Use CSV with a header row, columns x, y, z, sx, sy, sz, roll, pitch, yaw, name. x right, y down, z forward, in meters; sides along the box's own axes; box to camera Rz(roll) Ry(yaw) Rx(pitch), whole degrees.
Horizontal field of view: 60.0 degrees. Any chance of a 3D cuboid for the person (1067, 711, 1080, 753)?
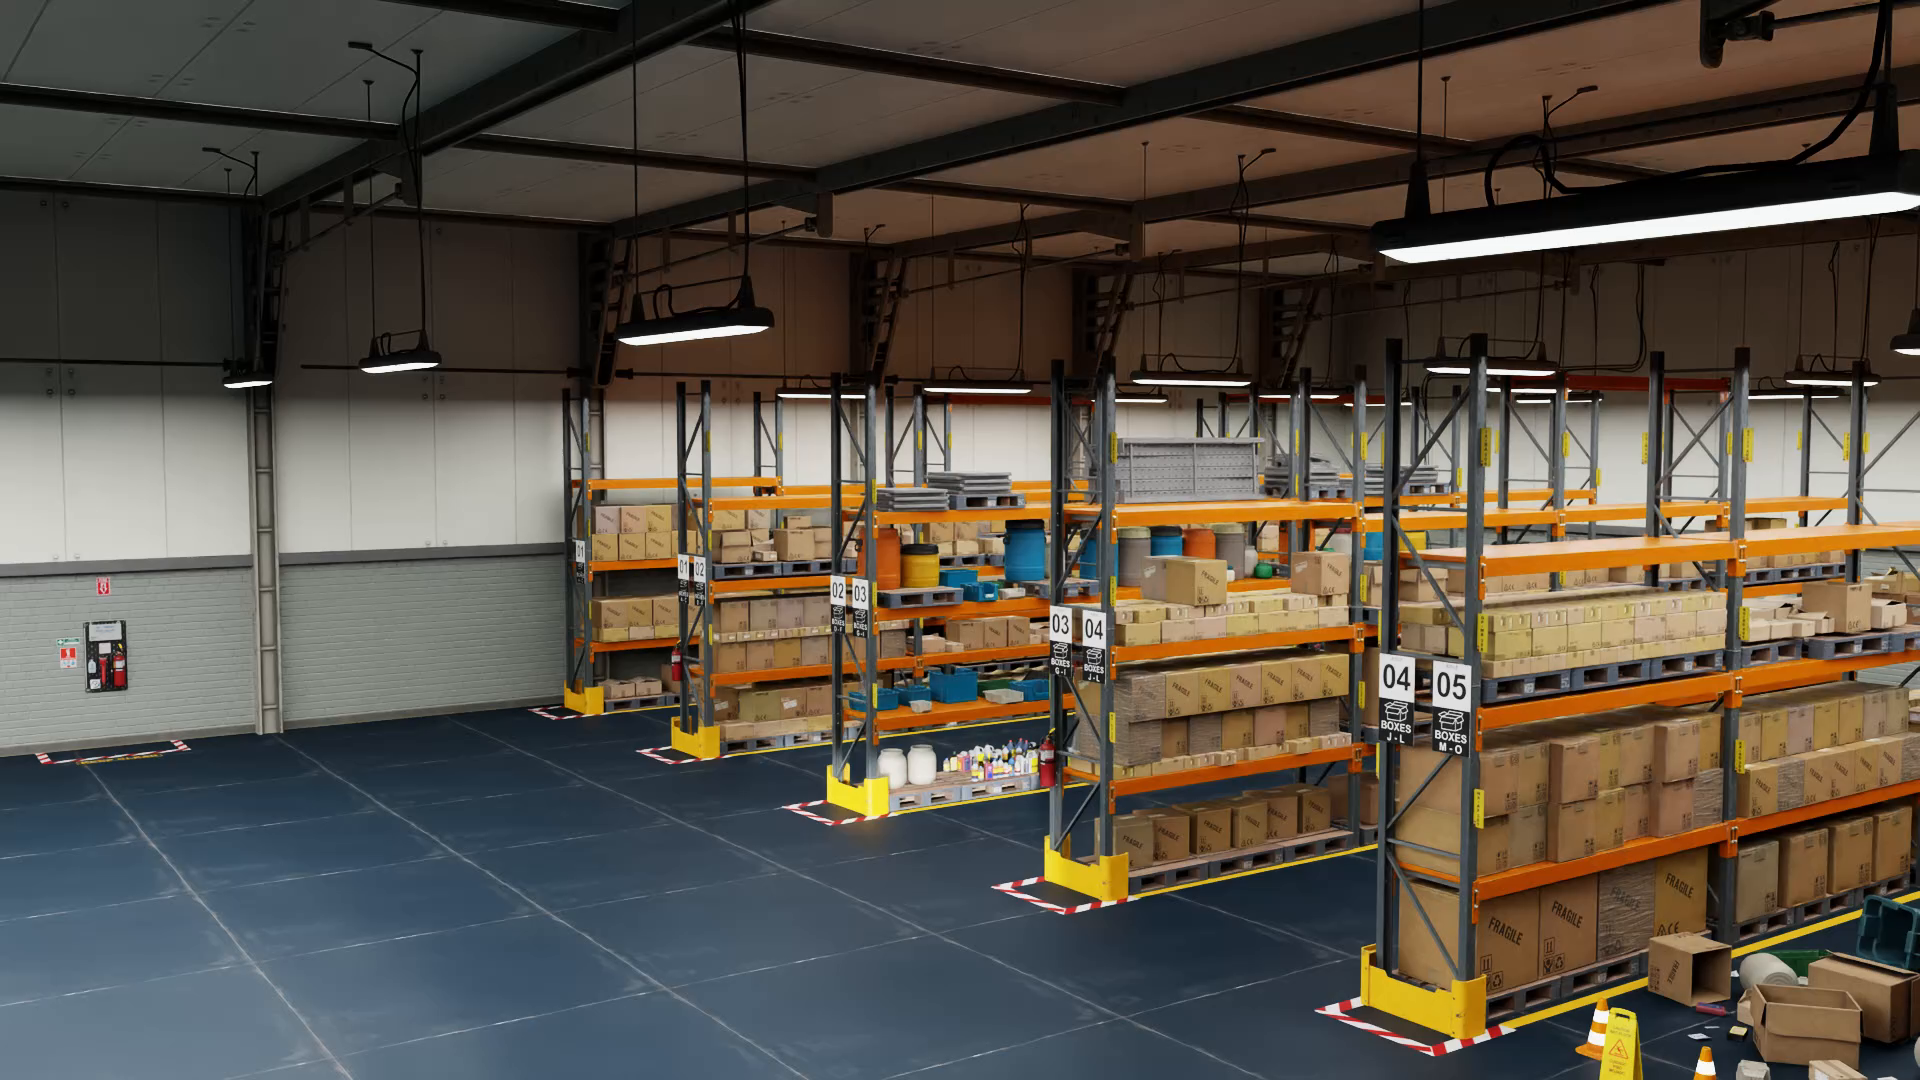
x,y,z,sx,sy,sz,roll,pitch,yaw,name
2.029,2.637,26.432,0.466,1.627,0.924,-3,4,-35,person
